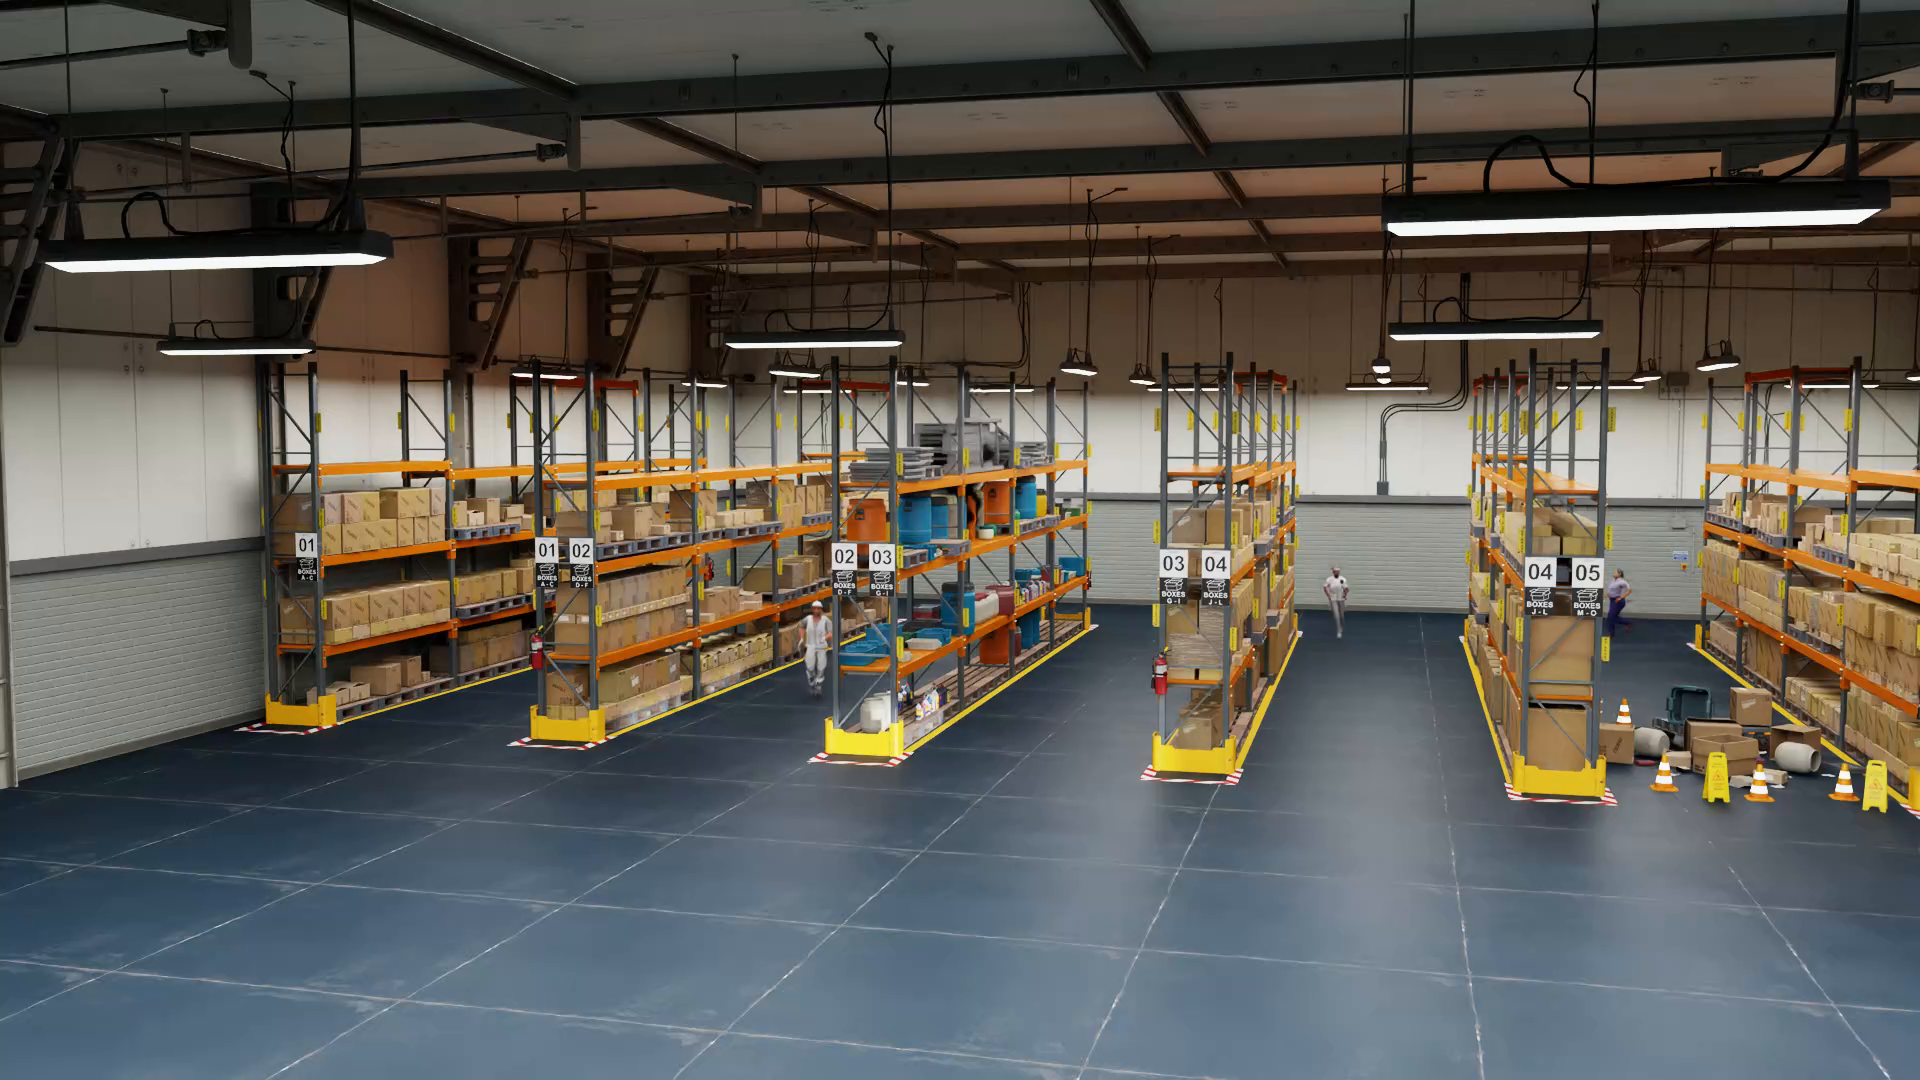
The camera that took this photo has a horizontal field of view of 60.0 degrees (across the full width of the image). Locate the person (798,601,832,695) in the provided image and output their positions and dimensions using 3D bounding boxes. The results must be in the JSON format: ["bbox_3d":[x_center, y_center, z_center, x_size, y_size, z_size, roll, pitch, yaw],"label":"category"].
[{"bbox_3d":[-2.634,1.976,30.321,0.654,1.739,0.739,0,4,-2],"label":"person"}]

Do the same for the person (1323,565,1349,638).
[{"bbox_3d":[8.828,1.427,39.043,0.591,1.697,0.744,0,4,4],"label":"person"}]

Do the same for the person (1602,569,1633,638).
[{"bbox_3d":[15.352,1.486,38.733,0.769,1.636,0.607,0,4,-2],"label":"person"}]
